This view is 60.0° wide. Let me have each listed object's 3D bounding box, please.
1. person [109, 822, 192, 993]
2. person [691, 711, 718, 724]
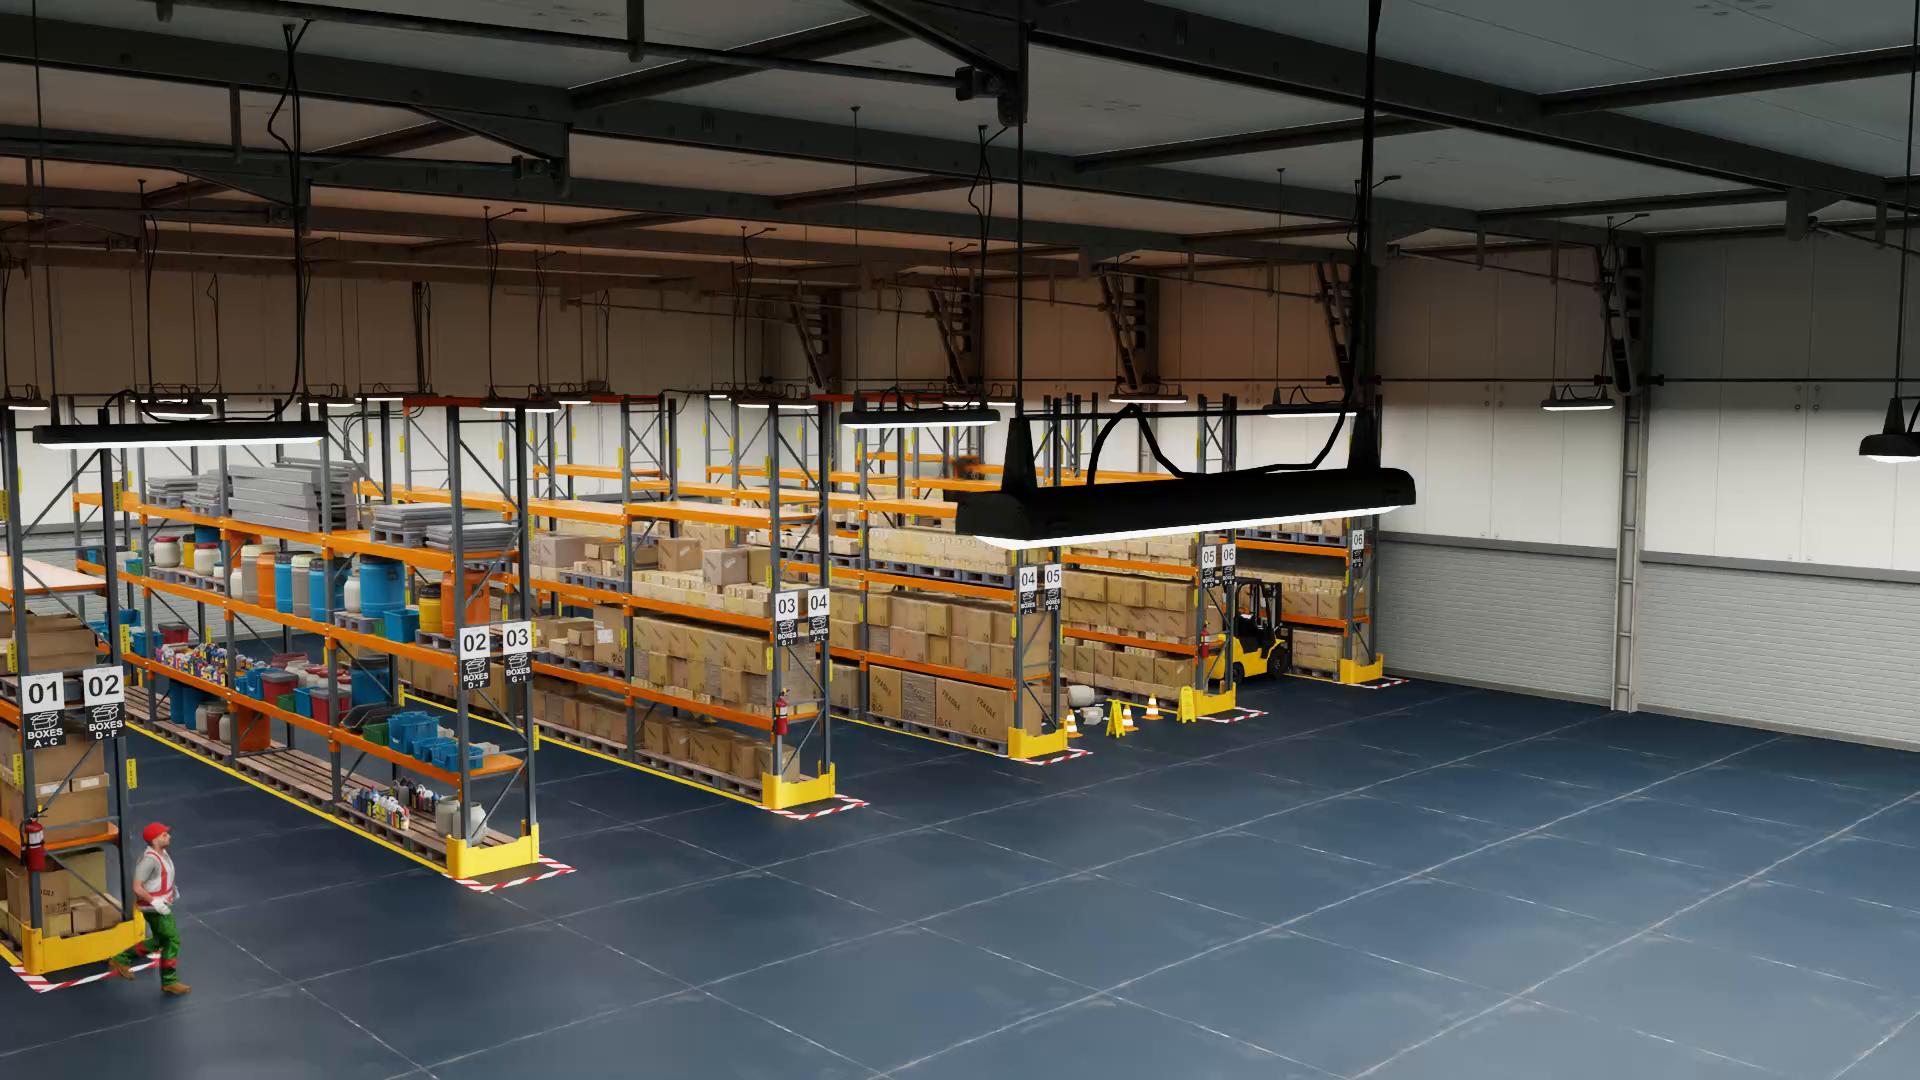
[{"bbox_3d":[-8.383,3.797,17.164,0.793,1.788,0.679,-1,6,-12],"label":"person"},{"bbox_3d":[-4.703,2.533,30.636,0.641,1.698,0.701,3,6,31],"label":"person"}]
